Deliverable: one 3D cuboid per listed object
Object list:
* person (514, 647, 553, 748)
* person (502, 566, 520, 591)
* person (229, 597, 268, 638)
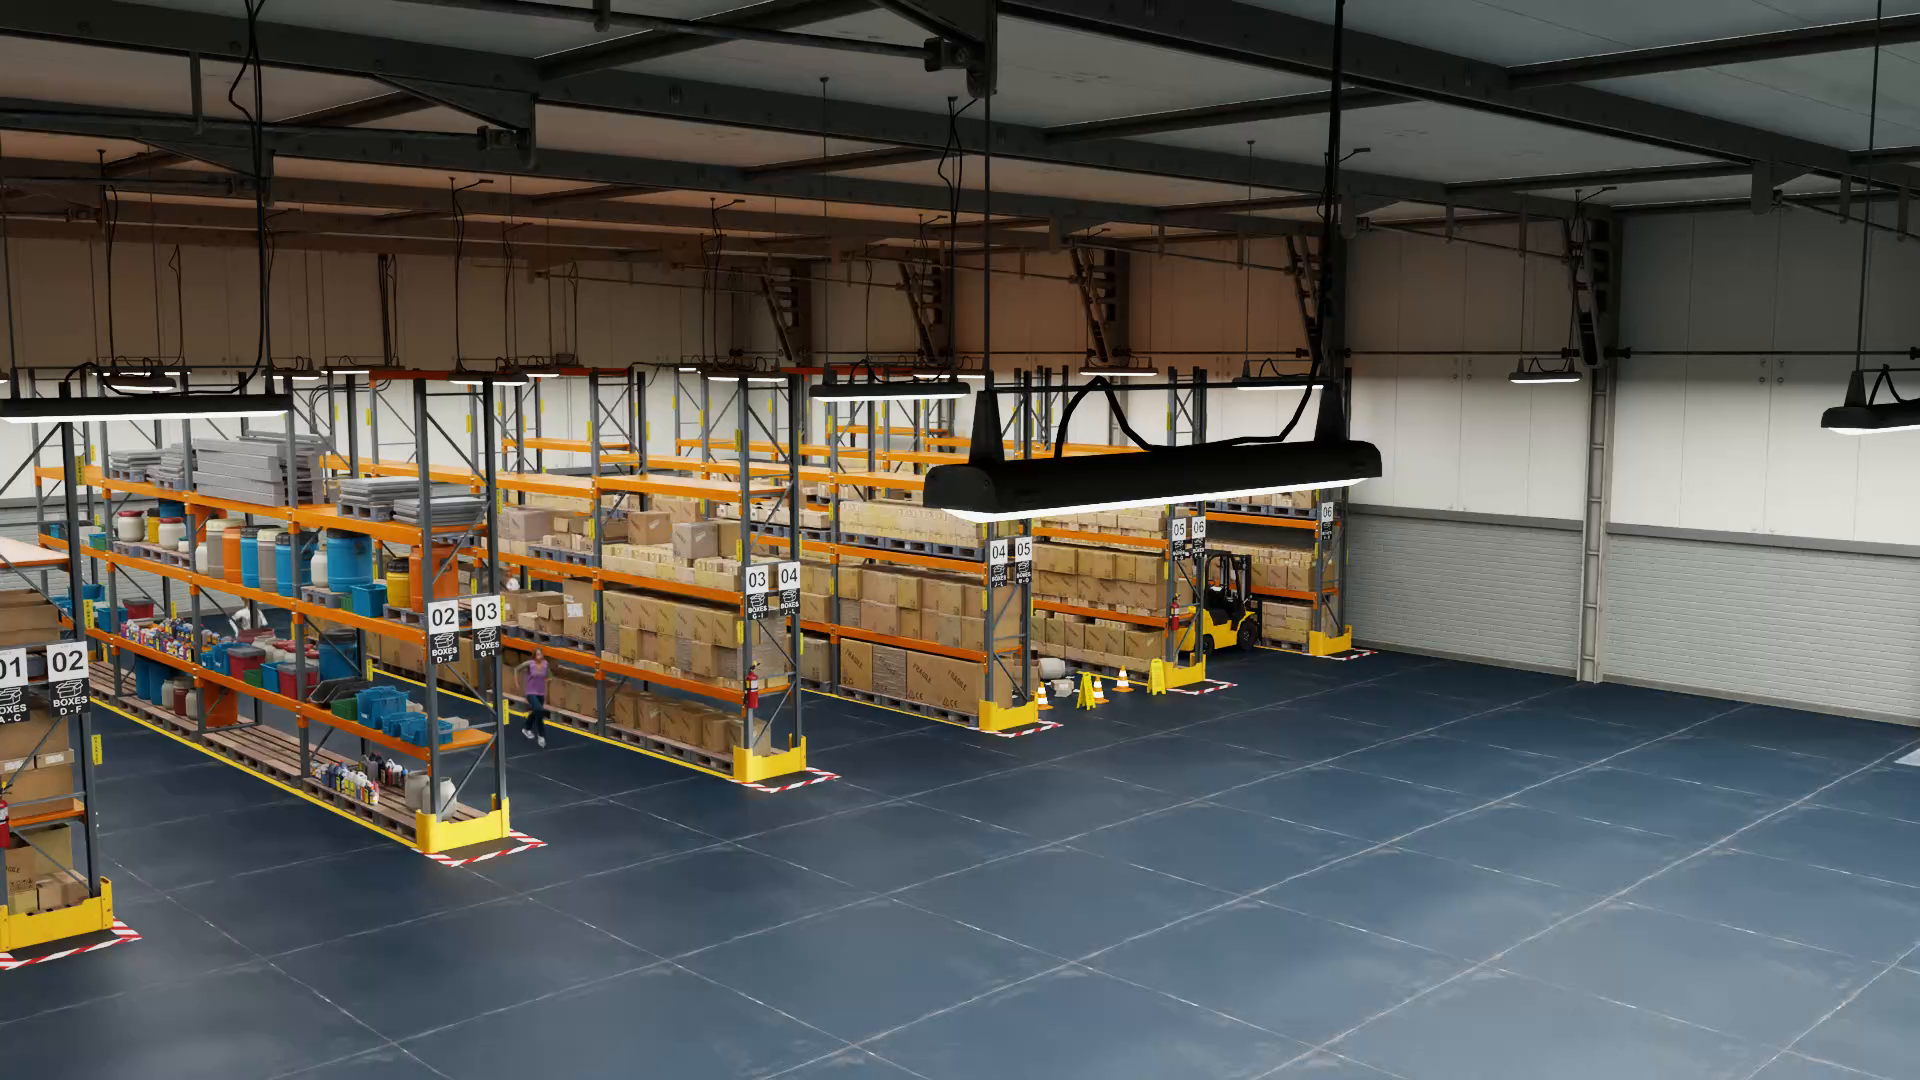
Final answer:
[{"bbox_3d":[-6.874,2.514,26.870,0.555,1.615,0.789,-6,9,-41],"label":"person"},{"bbox_3d":[-9.591,1.478,35.220,0.801,1.841,0.682,6,9,42],"label":"person"},{"bbox_3d":[-13.580,1.876,31.866,0.903,1.709,0.600,4,8,34],"label":"person"}]
